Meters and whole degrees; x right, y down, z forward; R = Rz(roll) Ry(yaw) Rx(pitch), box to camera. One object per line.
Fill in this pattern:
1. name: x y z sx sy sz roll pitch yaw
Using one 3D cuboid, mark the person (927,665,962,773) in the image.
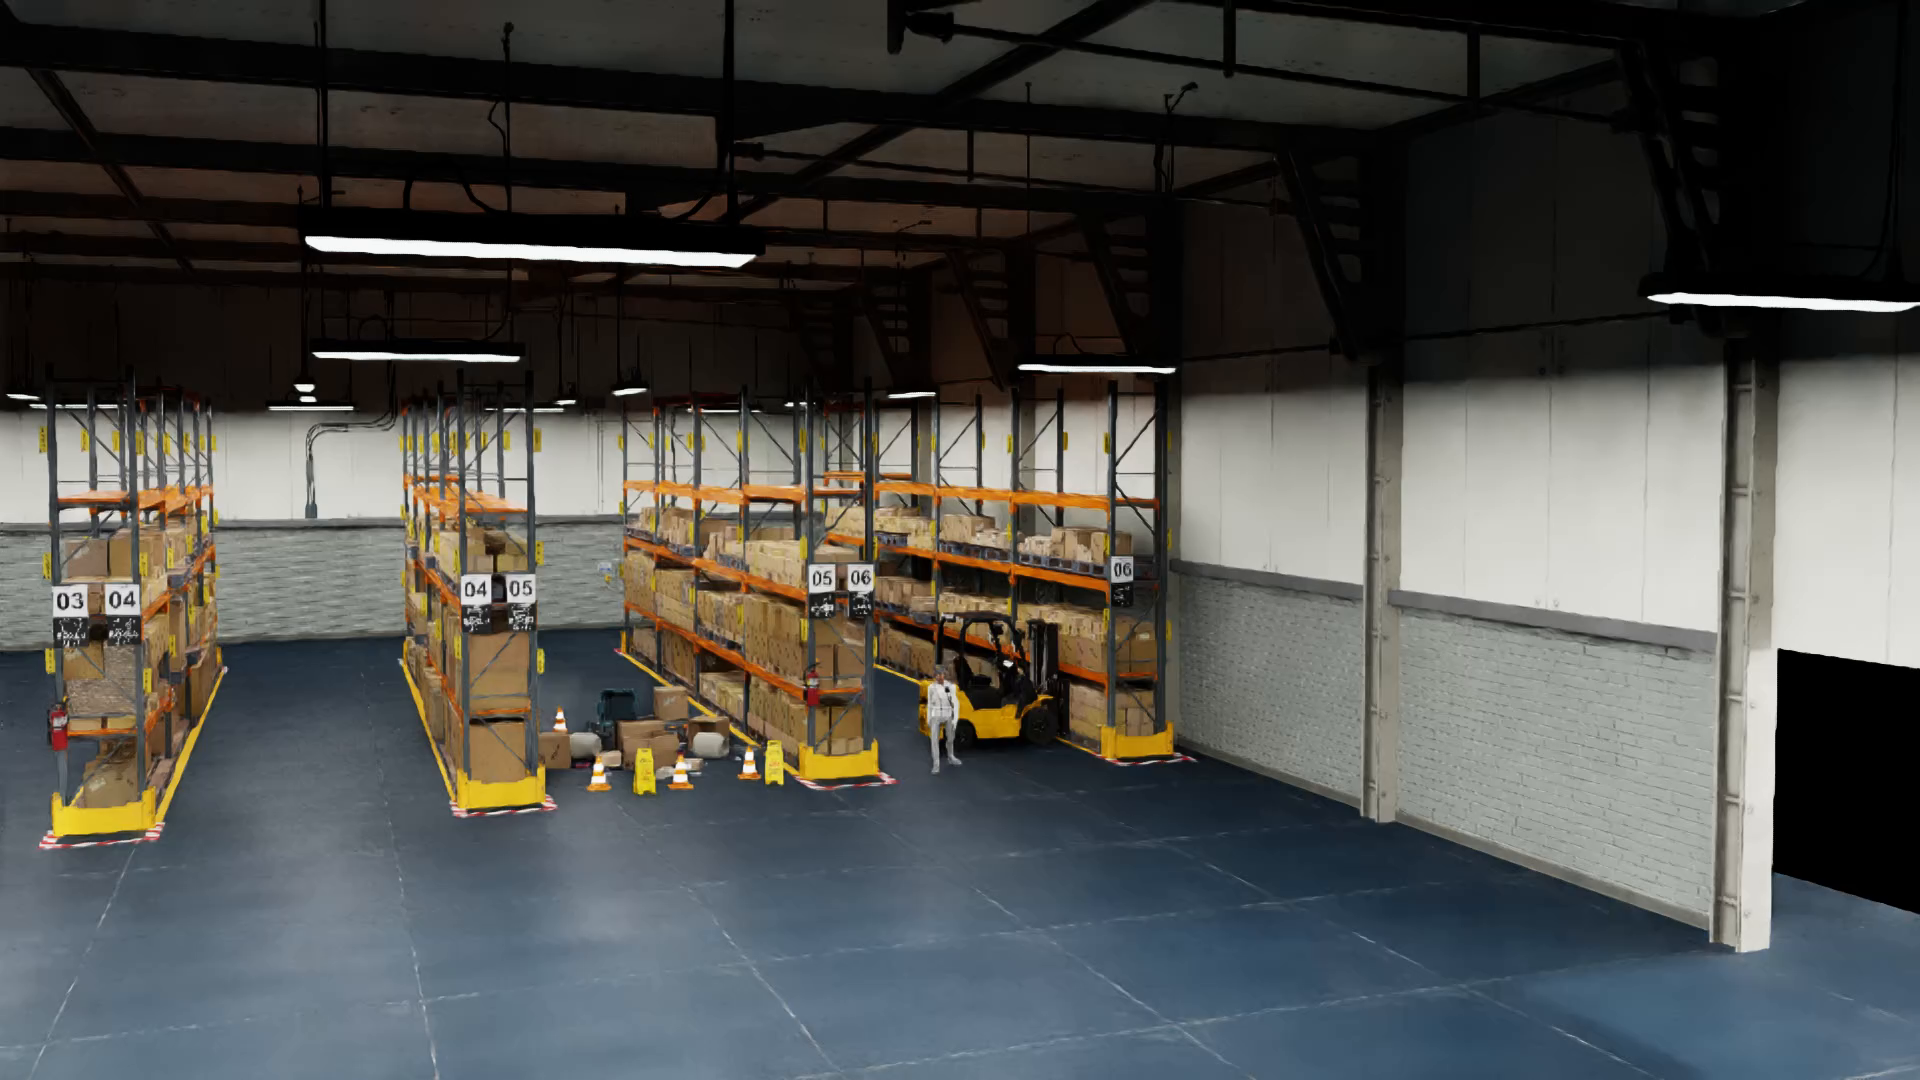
1. person: -0.249 2.697 25.386 0.523 1.639 0.886 0 3 3
